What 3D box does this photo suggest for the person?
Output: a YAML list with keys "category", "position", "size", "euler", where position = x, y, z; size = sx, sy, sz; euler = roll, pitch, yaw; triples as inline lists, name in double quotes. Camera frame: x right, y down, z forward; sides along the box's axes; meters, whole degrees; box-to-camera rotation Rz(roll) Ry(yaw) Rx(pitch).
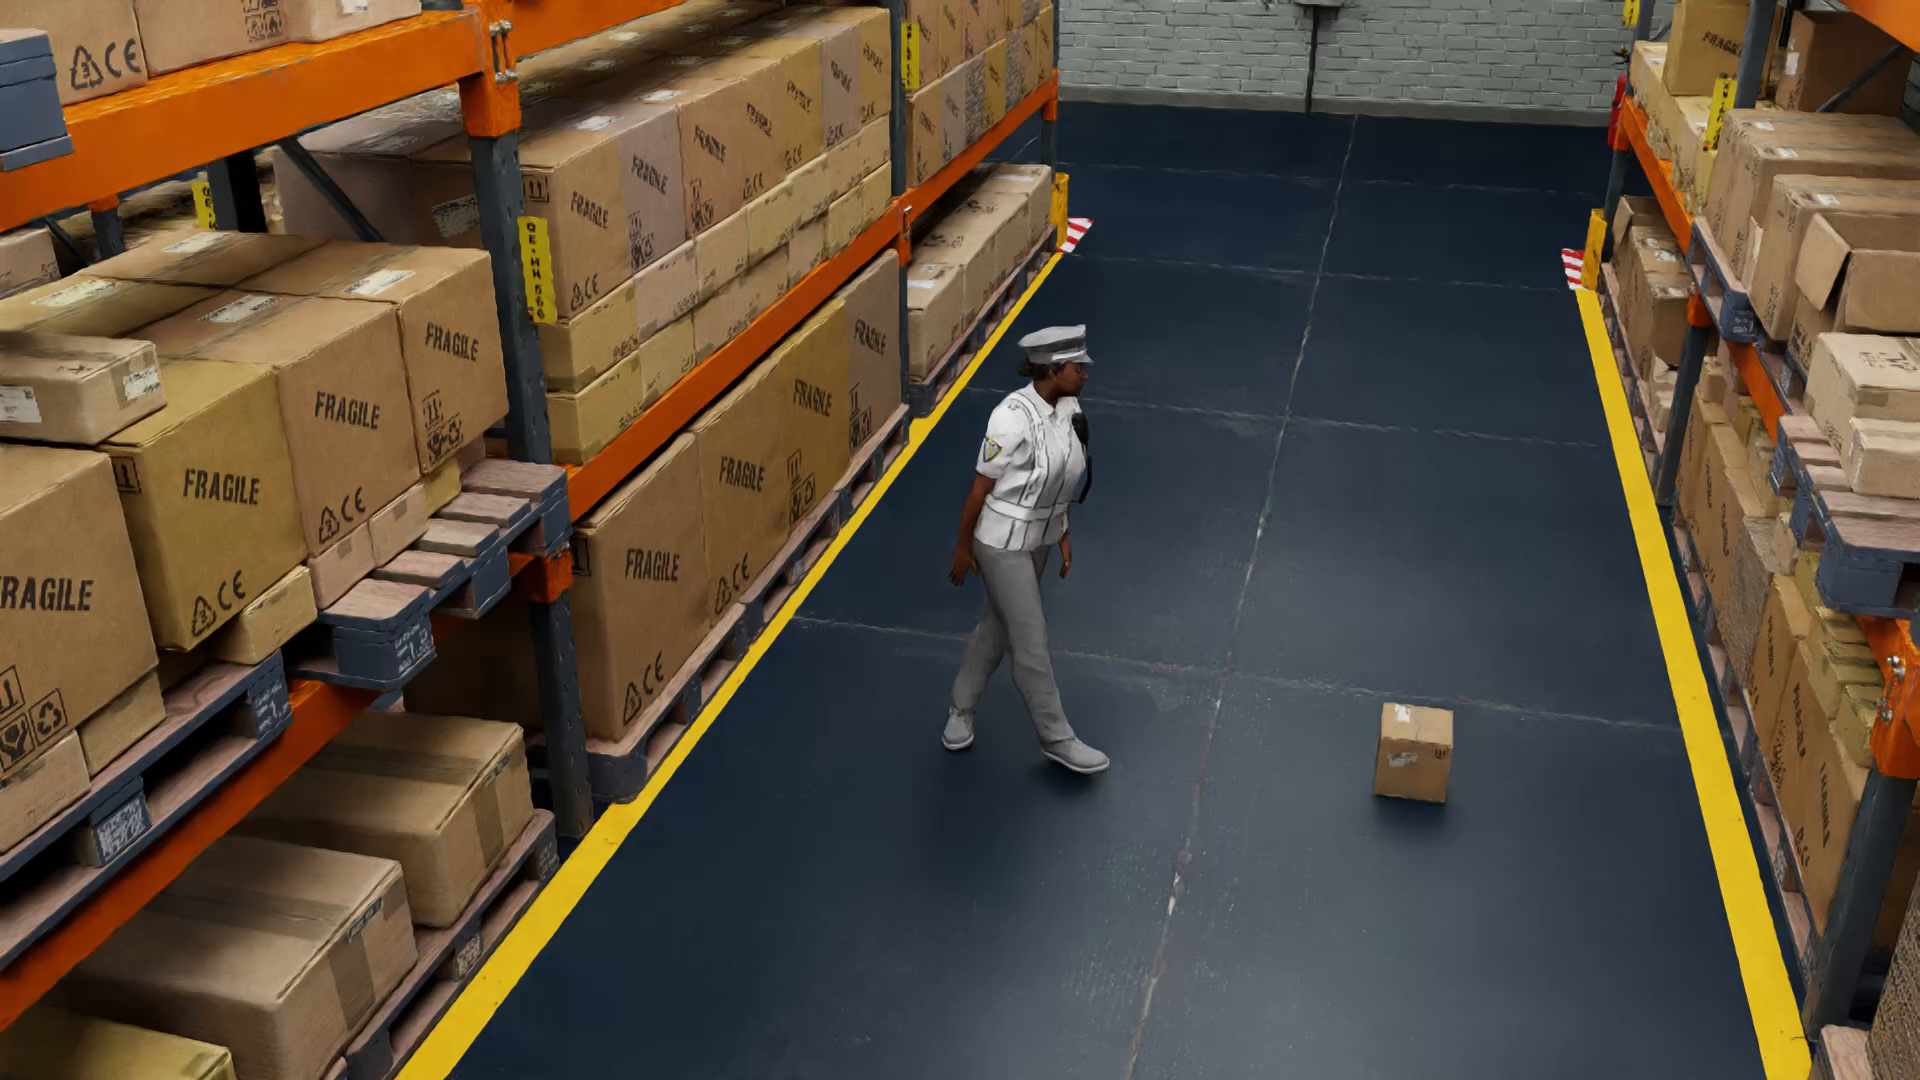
- category: "person"
  position: [0.293, 0.038, 6.036]
  size: [0.761, 1.644, 0.532]
  euler: [21, 32, 37]
